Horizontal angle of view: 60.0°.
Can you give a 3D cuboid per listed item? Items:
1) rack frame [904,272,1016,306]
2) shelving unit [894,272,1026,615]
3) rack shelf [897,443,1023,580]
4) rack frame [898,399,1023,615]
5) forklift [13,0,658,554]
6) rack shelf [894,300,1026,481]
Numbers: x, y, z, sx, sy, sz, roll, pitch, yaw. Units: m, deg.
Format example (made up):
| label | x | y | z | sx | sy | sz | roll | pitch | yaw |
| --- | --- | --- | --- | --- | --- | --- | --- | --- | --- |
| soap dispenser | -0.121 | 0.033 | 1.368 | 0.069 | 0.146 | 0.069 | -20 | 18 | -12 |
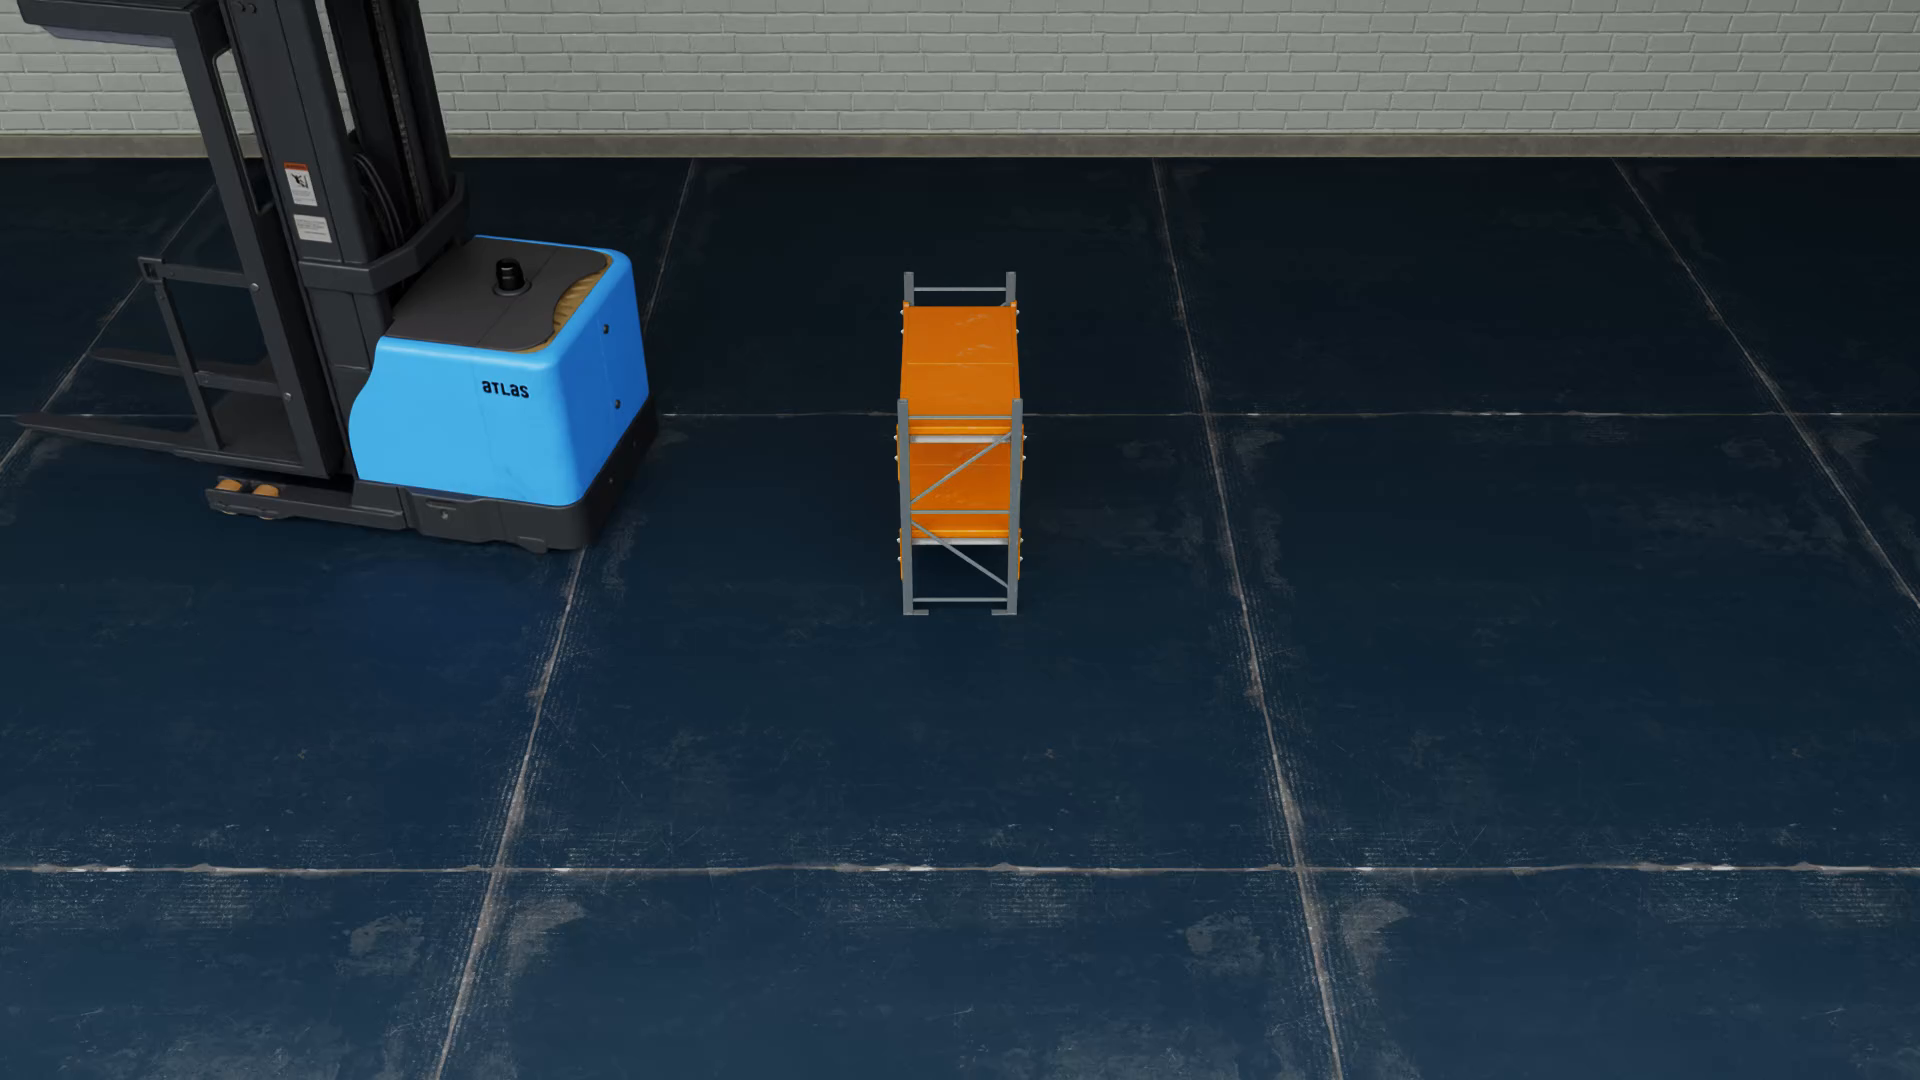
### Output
| label | x | y | z | sx | sy | sz | roll | pitch | yaw |
| --- | --- | --- | --- | --- | --- | --- | --- | --- | --- |
| rack frame | -0.001 | -0.753 | 7.790 | 0.500 | 1.125 | 0.032 | 0 | 39 | 0 |
| shelving unit | 0.000 | -0.435 | 7.393 | 0.538 | 1.125 | 1.048 | 0 | 39 | 0 |
| rack shelf | 0.000 | -0.244 | 7.546 | 0.538 | 0.278 | 1.000 | 0 | 39 | 0 |
| rack frame | 0.001 | -0.117 | 6.996 | 0.500 | 1.125 | 0.032 | 0 | 39 | 0 |
| forklift | -3.079 | -1.552 | 7.343 | 3.031 | 2.935 | 1.130 | 8 | 39 | 10 |
| rack shelf | 0.000 | -0.663 | 7.210 | 0.538 | 0.278 | 1.000 | 0 | 39 | 0 |
